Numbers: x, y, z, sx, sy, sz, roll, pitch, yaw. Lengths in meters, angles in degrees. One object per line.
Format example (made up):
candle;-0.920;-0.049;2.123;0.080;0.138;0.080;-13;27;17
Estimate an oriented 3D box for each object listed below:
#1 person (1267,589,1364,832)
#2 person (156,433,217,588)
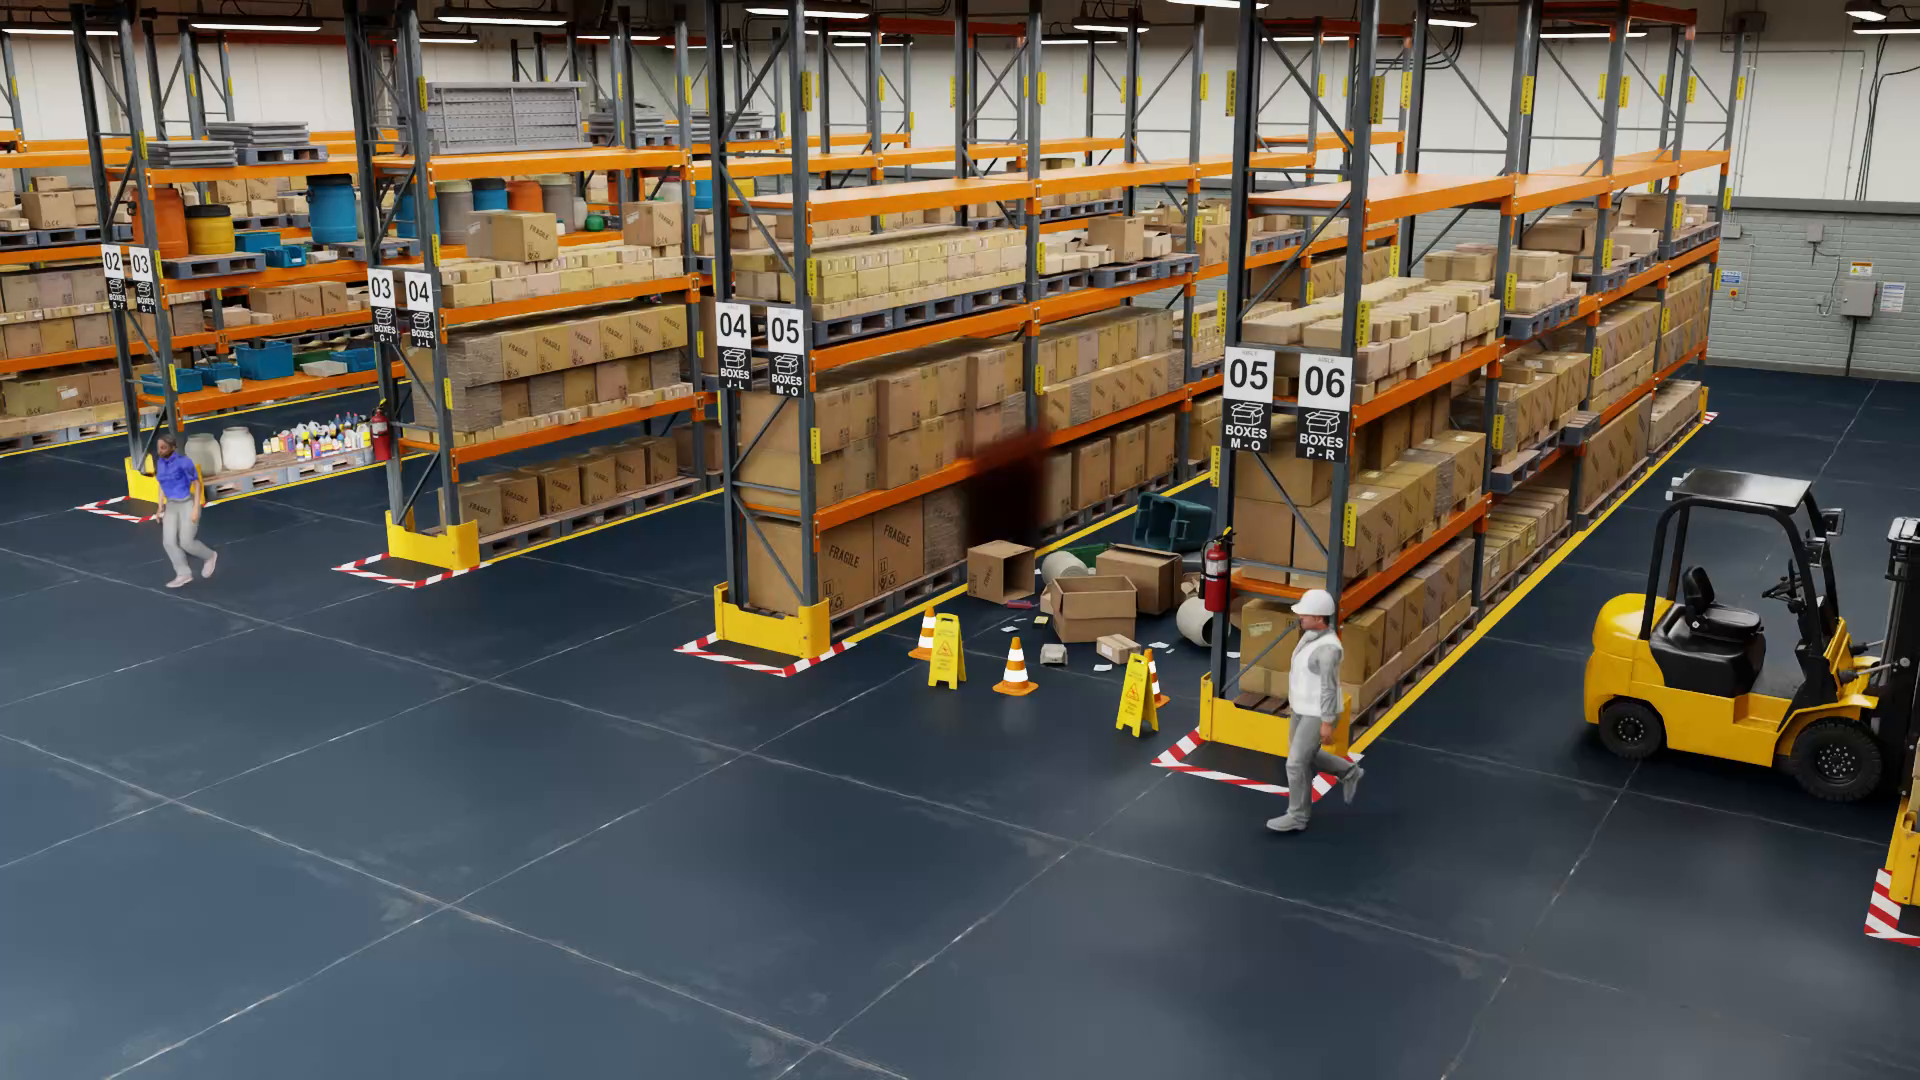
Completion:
person;2.544;1.181;11.673;0.761;1.755;0.559;-2;16;-6
person;-8.123;-0.333;17.414;0.539;1.639;0.517;6;17;21
